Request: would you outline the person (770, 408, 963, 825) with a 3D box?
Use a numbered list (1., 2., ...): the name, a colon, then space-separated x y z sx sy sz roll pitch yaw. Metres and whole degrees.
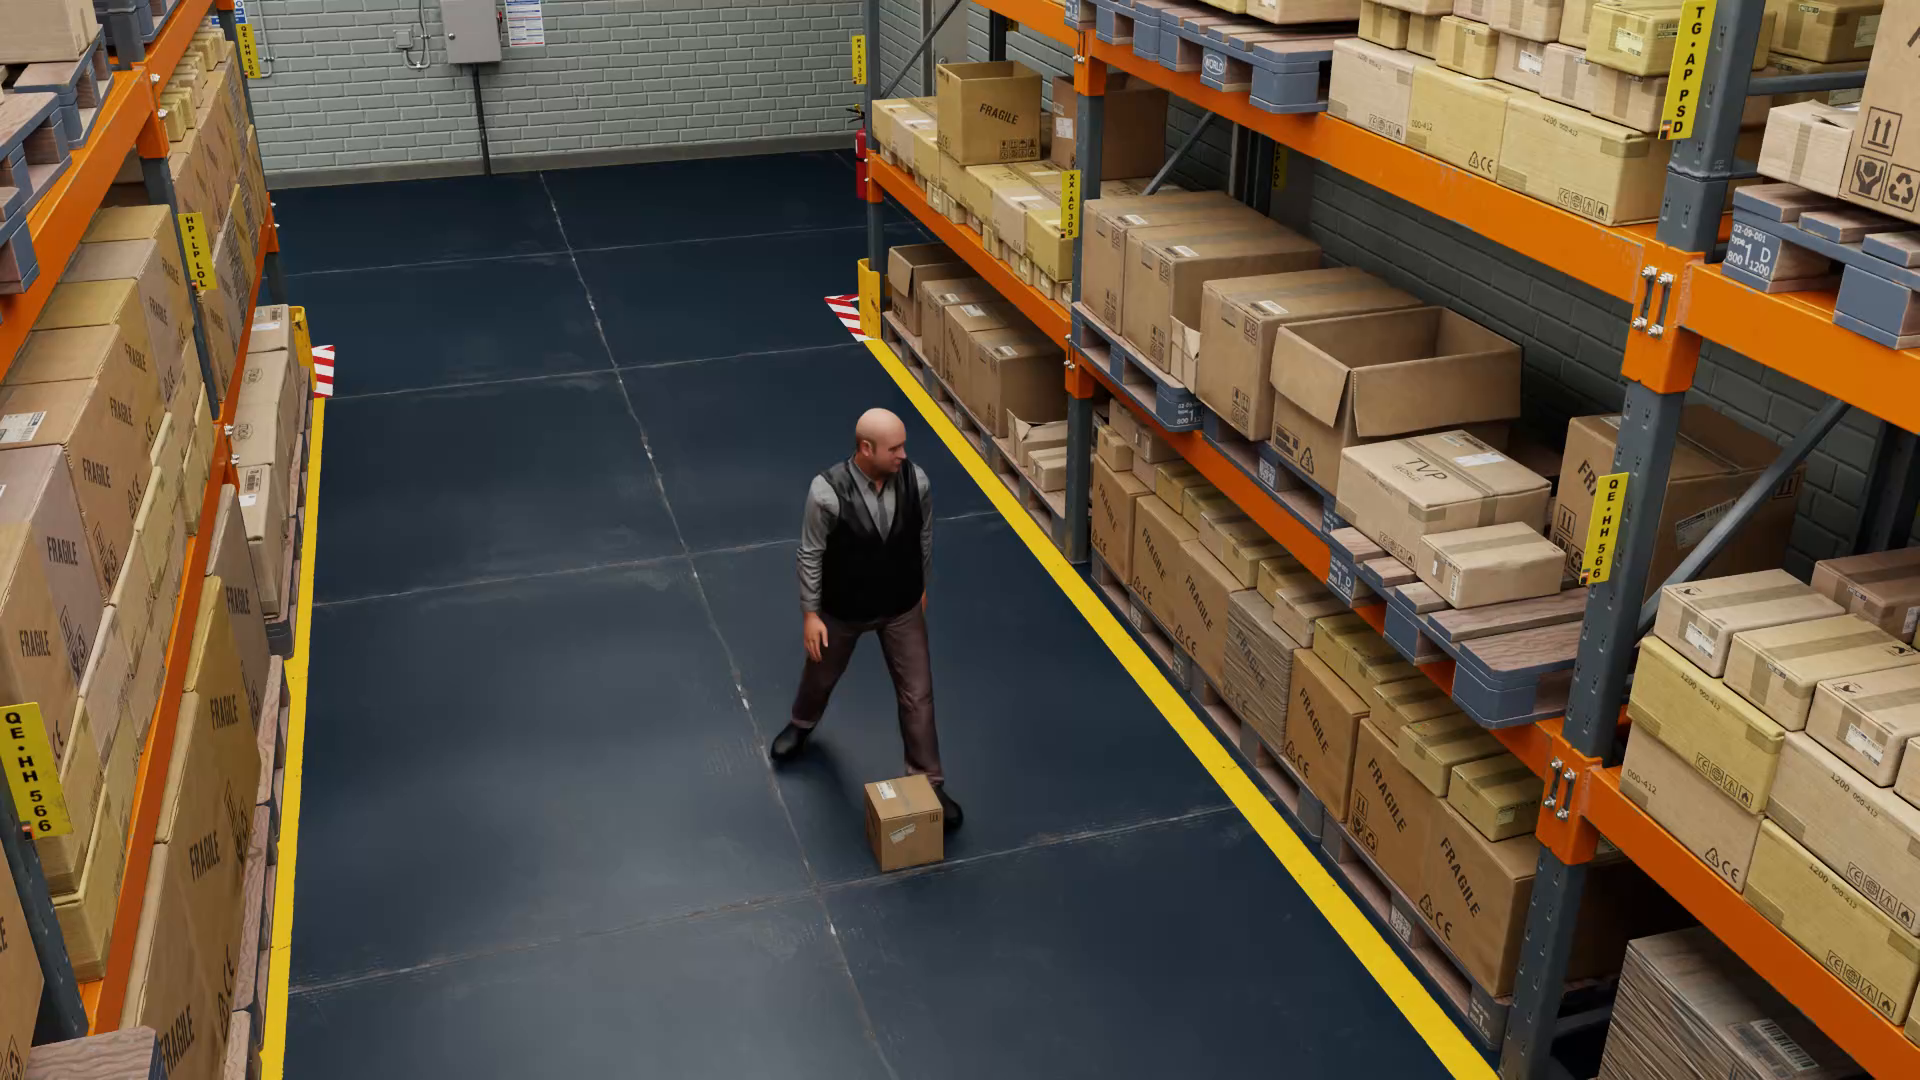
1. person: -0.406 0.264 6.620 0.665 1.697 0.909 -9 28 -17
